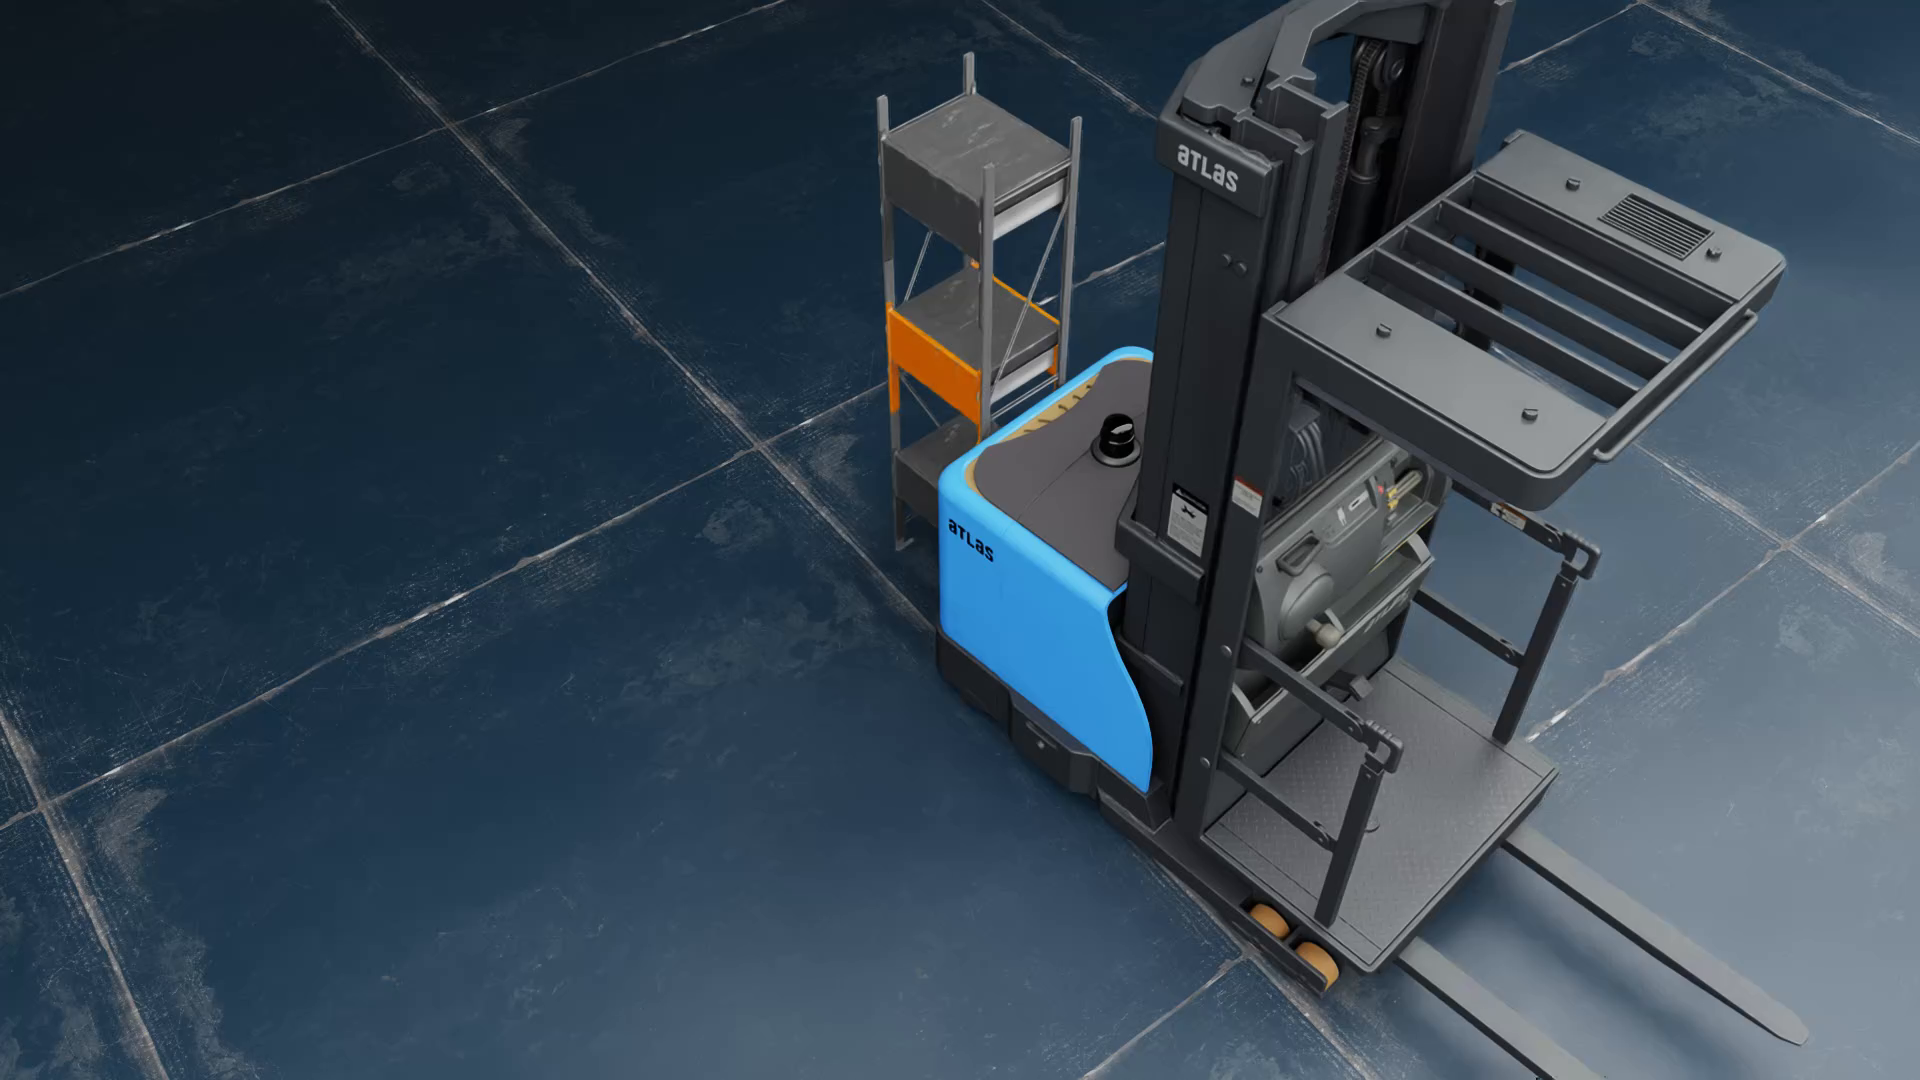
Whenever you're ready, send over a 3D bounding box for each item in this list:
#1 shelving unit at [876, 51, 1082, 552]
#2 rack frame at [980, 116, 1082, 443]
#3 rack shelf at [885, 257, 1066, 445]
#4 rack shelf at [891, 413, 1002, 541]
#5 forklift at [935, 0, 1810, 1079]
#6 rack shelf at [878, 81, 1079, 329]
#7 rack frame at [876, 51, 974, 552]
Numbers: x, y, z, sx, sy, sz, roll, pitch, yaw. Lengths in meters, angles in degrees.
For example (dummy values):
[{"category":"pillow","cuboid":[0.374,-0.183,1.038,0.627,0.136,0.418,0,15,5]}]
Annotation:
[{"category":"shelving unit","cuboid":[0.057,-0.625,5.899,0.431,2.100,0.503,-34,56,-27]},{"category":"rack frame","cuboid":[0.221,-0.492,5.777,0.400,2.100,0.015,-34,56,-27]},{"category":"rack shelf","cuboid":[0.057,-0.616,5.909,0.431,0.518,0.480,-34,56,-27]},{"category":"rack shelf","cuboid":[0.057,-0.146,6.427,0.431,0.518,0.480,-34,56,-27]},{"category":"forklift","cuboid":[1.302,0.047,4.728,1.130,2.935,3.031,-36,57,-28]},{"category":"rack shelf","cuboid":[0.057,-1.087,5.390,0.431,0.518,0.480,-34,56,-27]},{"category":"rack frame","cuboid":[-0.107,-0.759,6.020,0.400,2.100,0.015,-34,56,-27]}]
